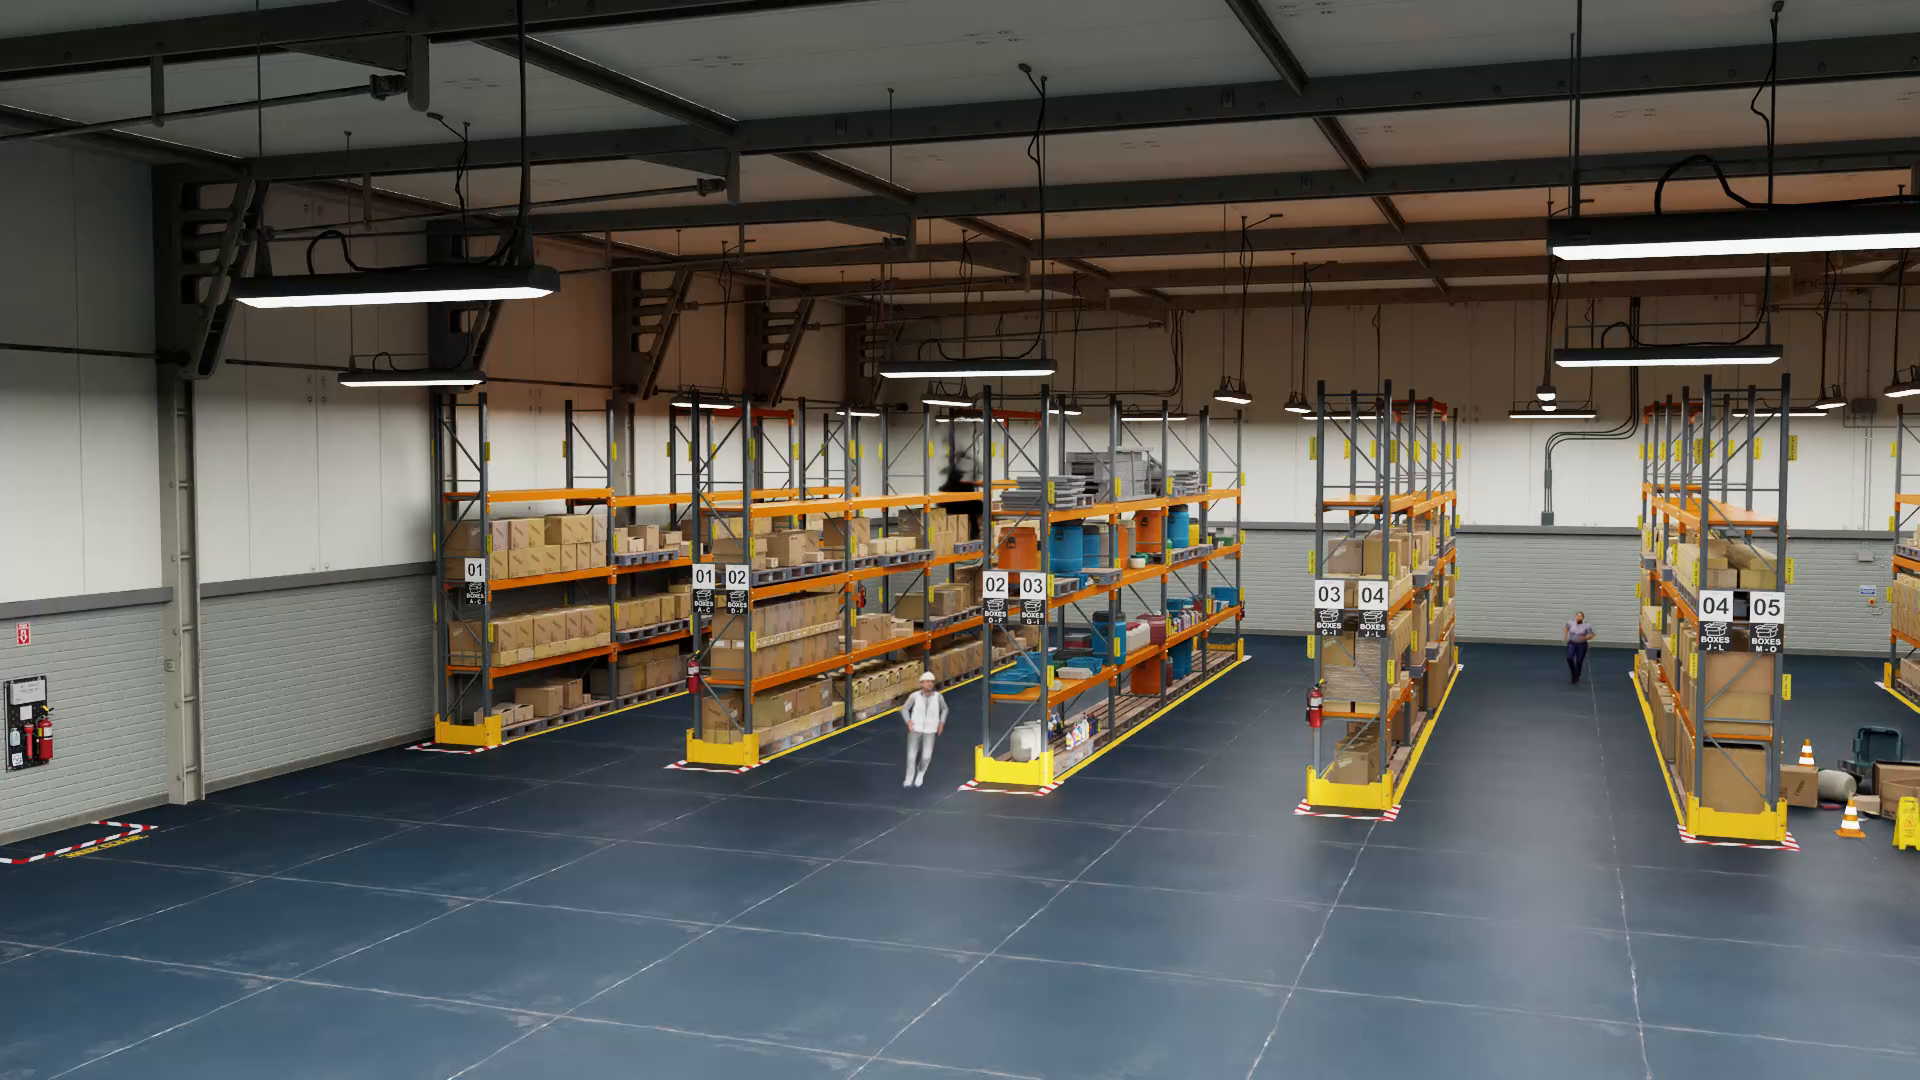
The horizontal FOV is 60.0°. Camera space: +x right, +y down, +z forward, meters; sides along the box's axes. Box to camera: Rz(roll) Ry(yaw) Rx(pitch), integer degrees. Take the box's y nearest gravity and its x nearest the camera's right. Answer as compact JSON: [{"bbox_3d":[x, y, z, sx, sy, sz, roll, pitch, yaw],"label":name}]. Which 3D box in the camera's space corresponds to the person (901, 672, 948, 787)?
[{"bbox_3d":[-0.523,2.823,24.710,0.715,1.720,0.584,0,3,-2],"label":"person"}]

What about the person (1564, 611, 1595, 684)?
[{"bbox_3d":[13.406,2.322,35.987,0.641,1.623,0.797,2,3,28],"label":"person"}]
